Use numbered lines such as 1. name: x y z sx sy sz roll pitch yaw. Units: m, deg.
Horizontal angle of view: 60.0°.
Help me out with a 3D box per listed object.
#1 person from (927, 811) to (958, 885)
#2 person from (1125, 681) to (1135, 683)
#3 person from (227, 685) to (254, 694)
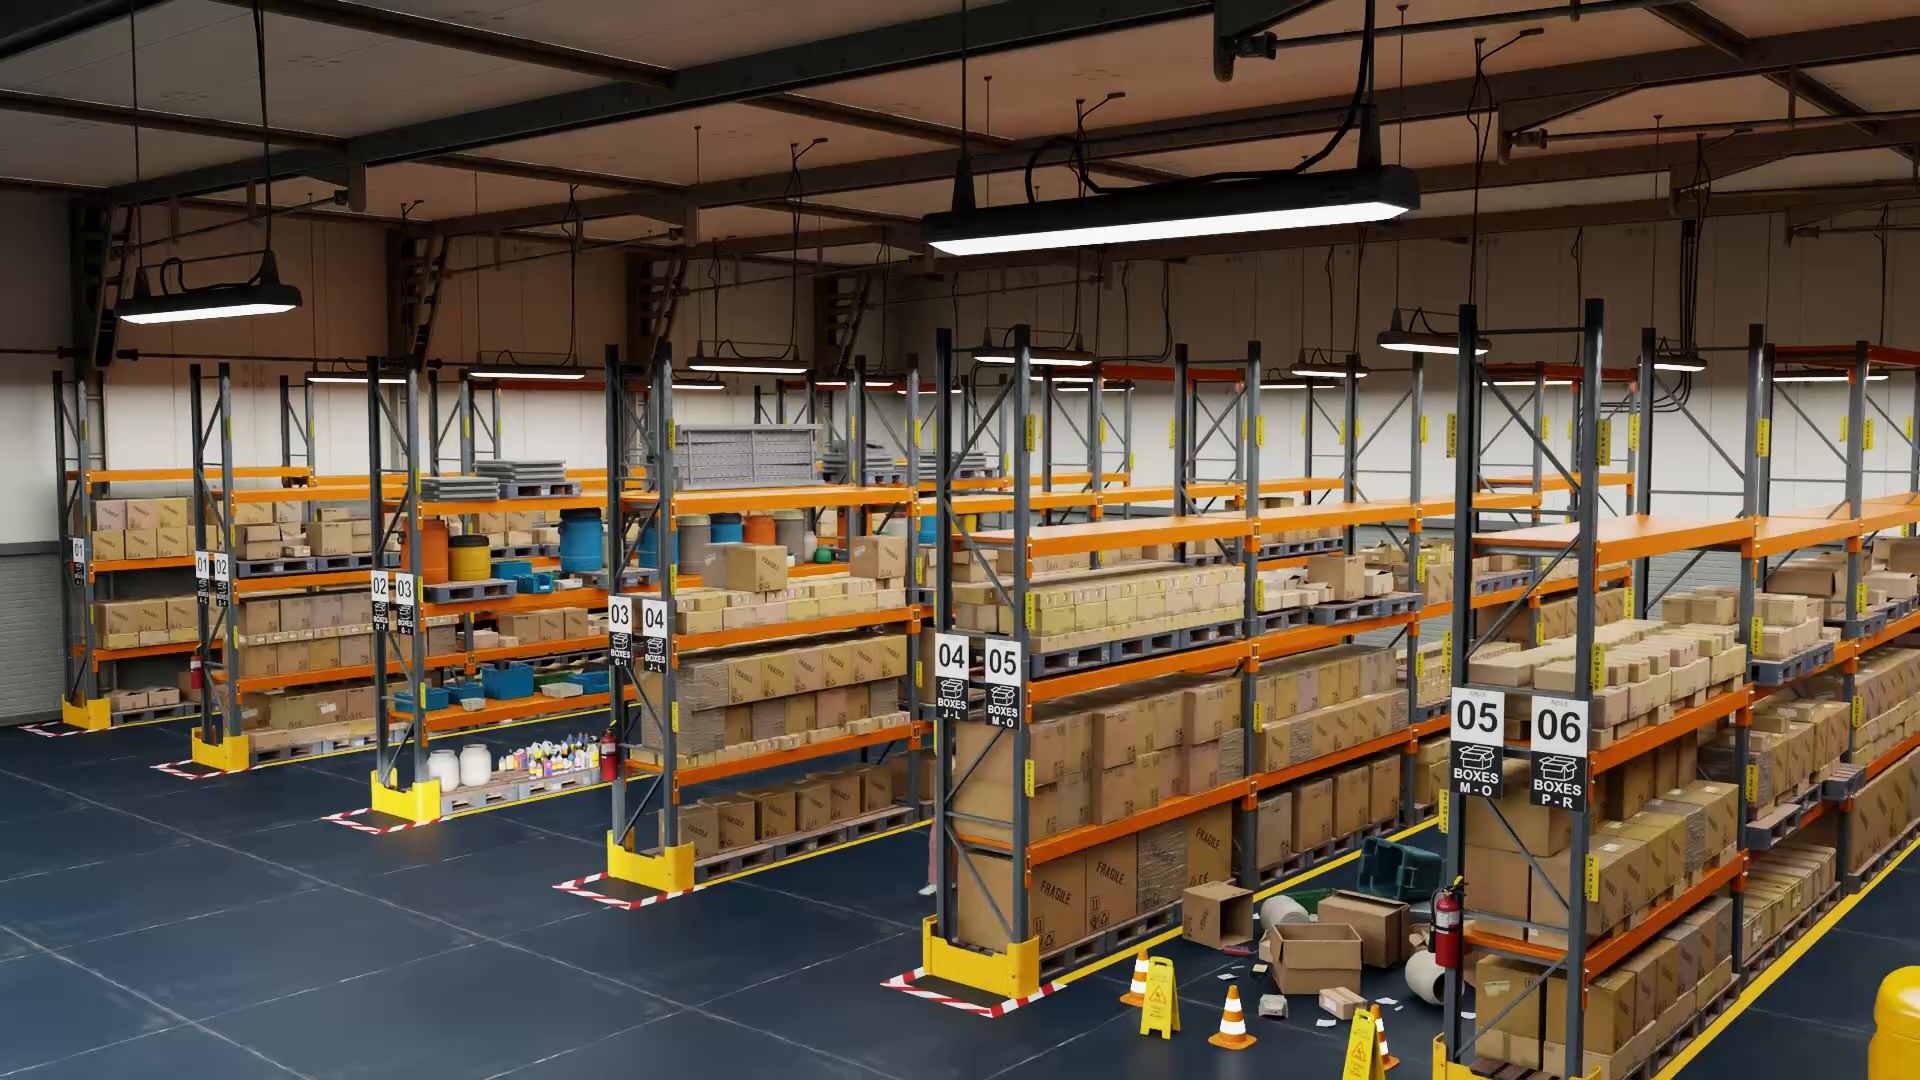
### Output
1. person: -0.166 3.301 18.272 0.267 0.949 0.447 2 5 24
2. person: 2.270 2.715 22.720 0.464 1.655 0.558 -1 4 -15
3. person: -12.082 2.290 27.921 0.359 1.554 0.422 3 5 39
